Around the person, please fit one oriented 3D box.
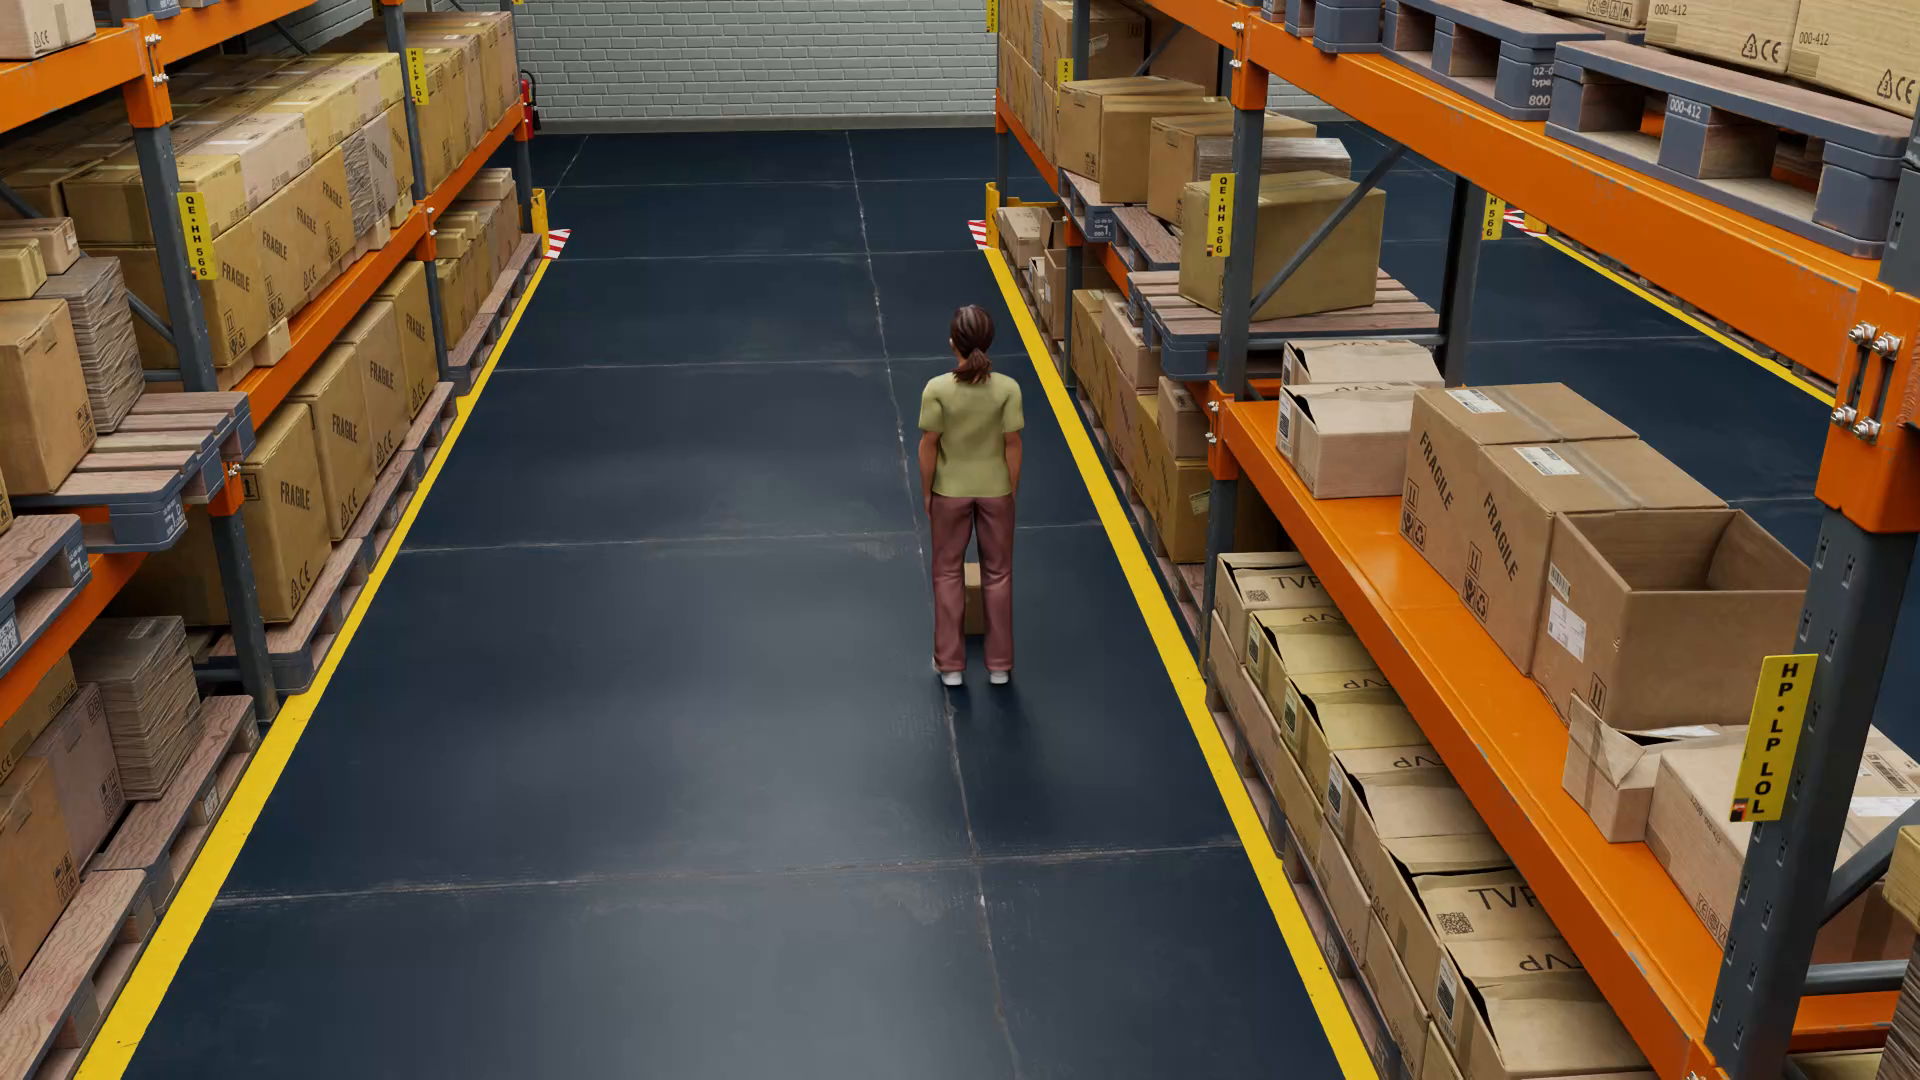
[{"bbox_3d":[0.045,-0.170,7.008,0.440,1.676,0.356,-1,24,-3],"label":"person"}]
